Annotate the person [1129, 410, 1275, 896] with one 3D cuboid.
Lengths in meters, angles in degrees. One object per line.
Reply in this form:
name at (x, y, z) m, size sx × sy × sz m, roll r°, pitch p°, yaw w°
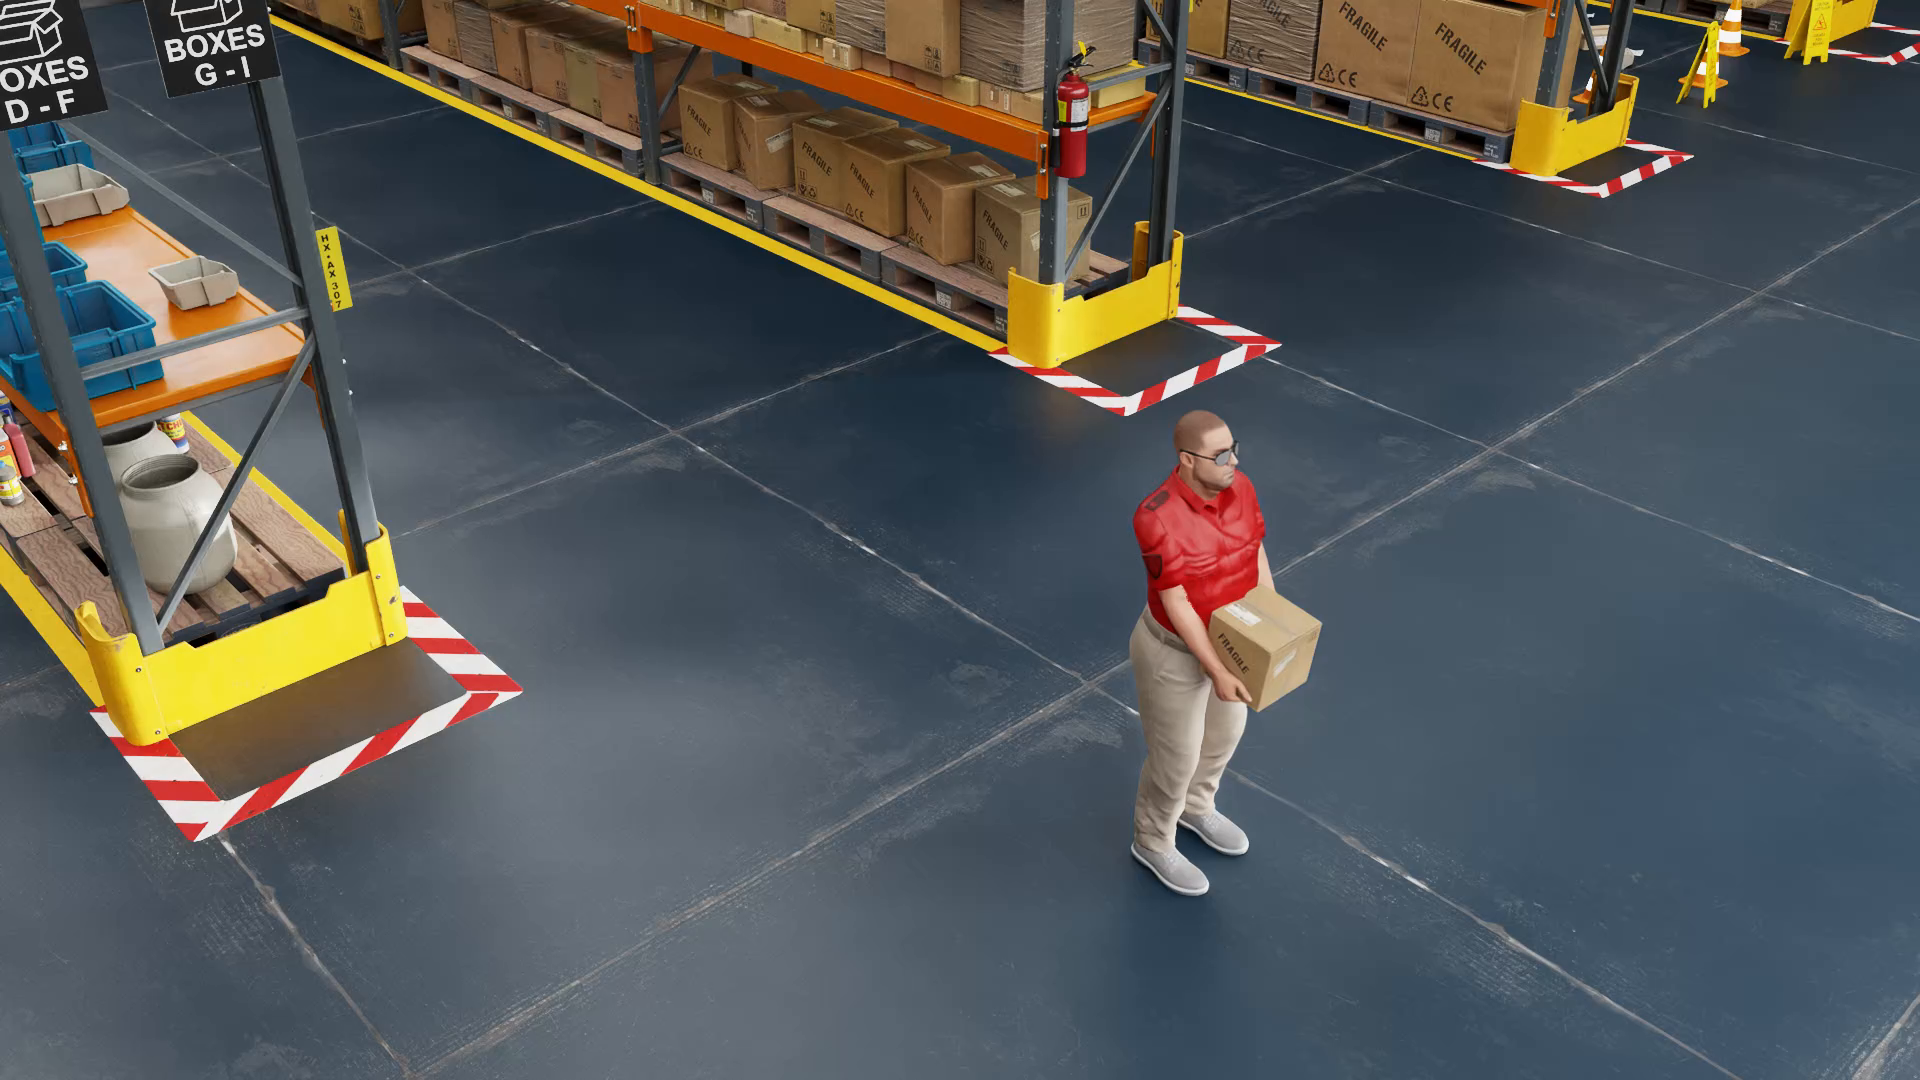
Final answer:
person at (0.849, 0.400, 5.512) m, size 0.494 × 1.719 × 0.531 m, roll -25°, pitch 40°, yaw -35°
